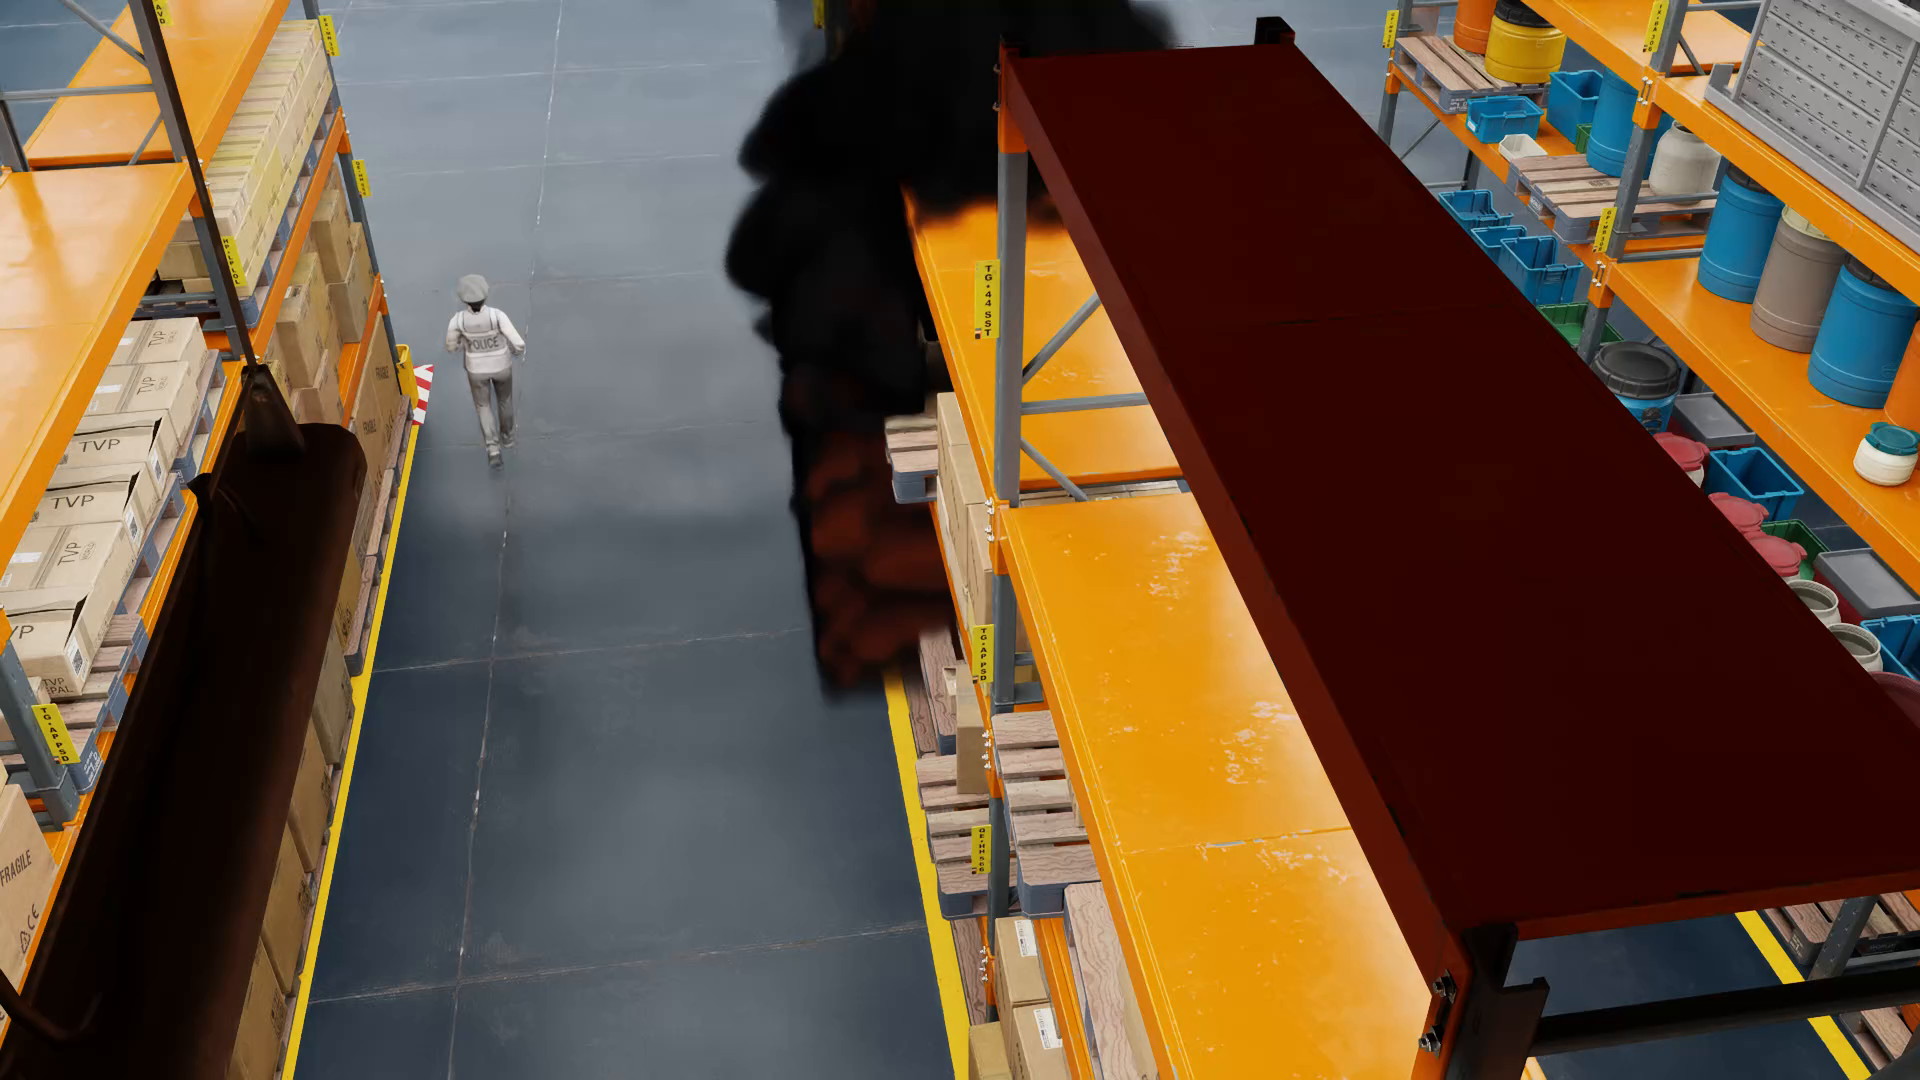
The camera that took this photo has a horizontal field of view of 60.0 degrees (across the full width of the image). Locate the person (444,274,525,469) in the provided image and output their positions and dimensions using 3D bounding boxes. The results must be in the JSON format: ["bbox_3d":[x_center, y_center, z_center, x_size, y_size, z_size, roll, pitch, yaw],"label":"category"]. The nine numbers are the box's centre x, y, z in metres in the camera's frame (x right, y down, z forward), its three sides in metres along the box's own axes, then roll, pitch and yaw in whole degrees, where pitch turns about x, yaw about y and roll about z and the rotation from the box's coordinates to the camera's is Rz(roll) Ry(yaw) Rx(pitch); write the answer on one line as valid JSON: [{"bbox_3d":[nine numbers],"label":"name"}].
[{"bbox_3d":[-3.807,-1.399,13.454,0.626,1.674,0.699,-8,37,-11],"label":"person"}]
